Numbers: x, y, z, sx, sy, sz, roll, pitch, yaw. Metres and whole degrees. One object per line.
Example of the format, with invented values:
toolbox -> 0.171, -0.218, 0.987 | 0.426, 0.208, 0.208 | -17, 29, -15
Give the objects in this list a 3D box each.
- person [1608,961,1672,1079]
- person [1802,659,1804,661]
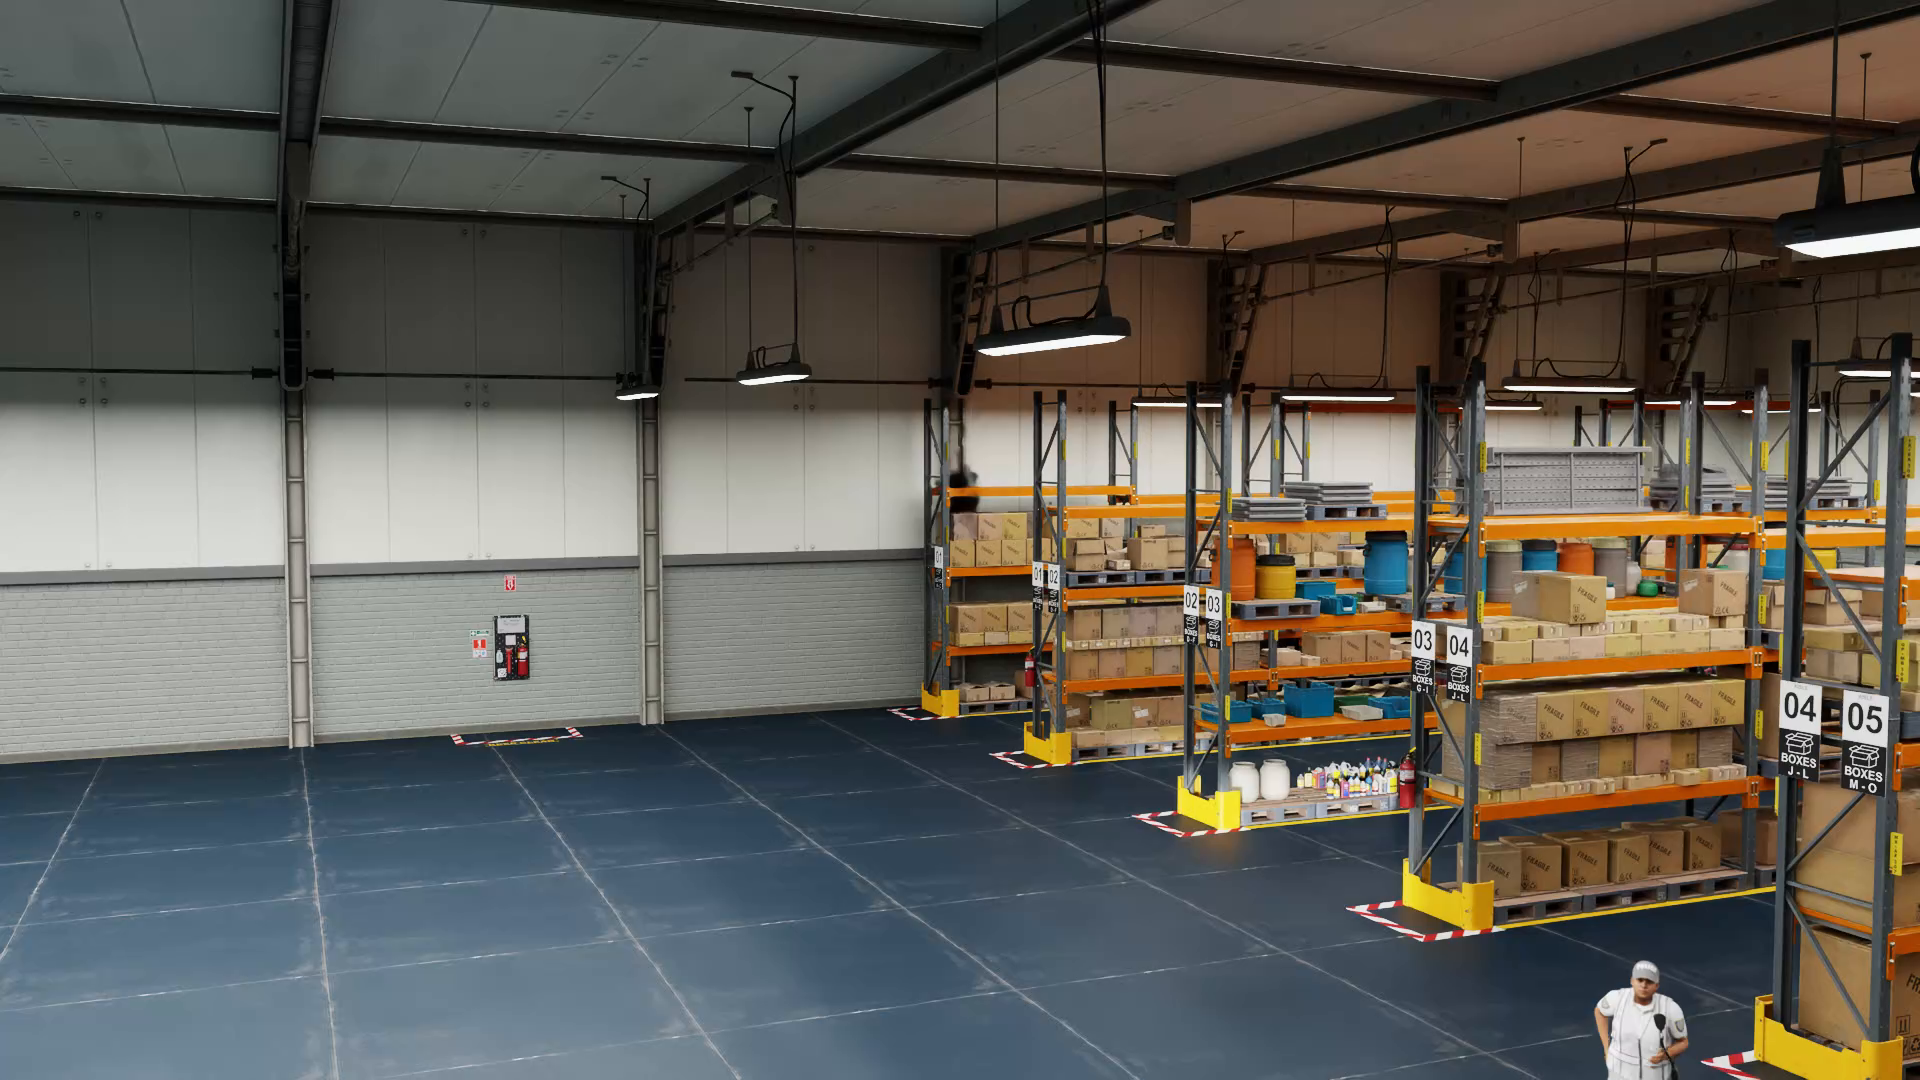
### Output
person -> 4.649, 3.671, 11.370 | 0.414, 1.641, 0.654 | 1, 4, 20
person -> 15.625, 2.517, 31.039 | 0.884, 1.670, 0.598 | -2, 4, -34
